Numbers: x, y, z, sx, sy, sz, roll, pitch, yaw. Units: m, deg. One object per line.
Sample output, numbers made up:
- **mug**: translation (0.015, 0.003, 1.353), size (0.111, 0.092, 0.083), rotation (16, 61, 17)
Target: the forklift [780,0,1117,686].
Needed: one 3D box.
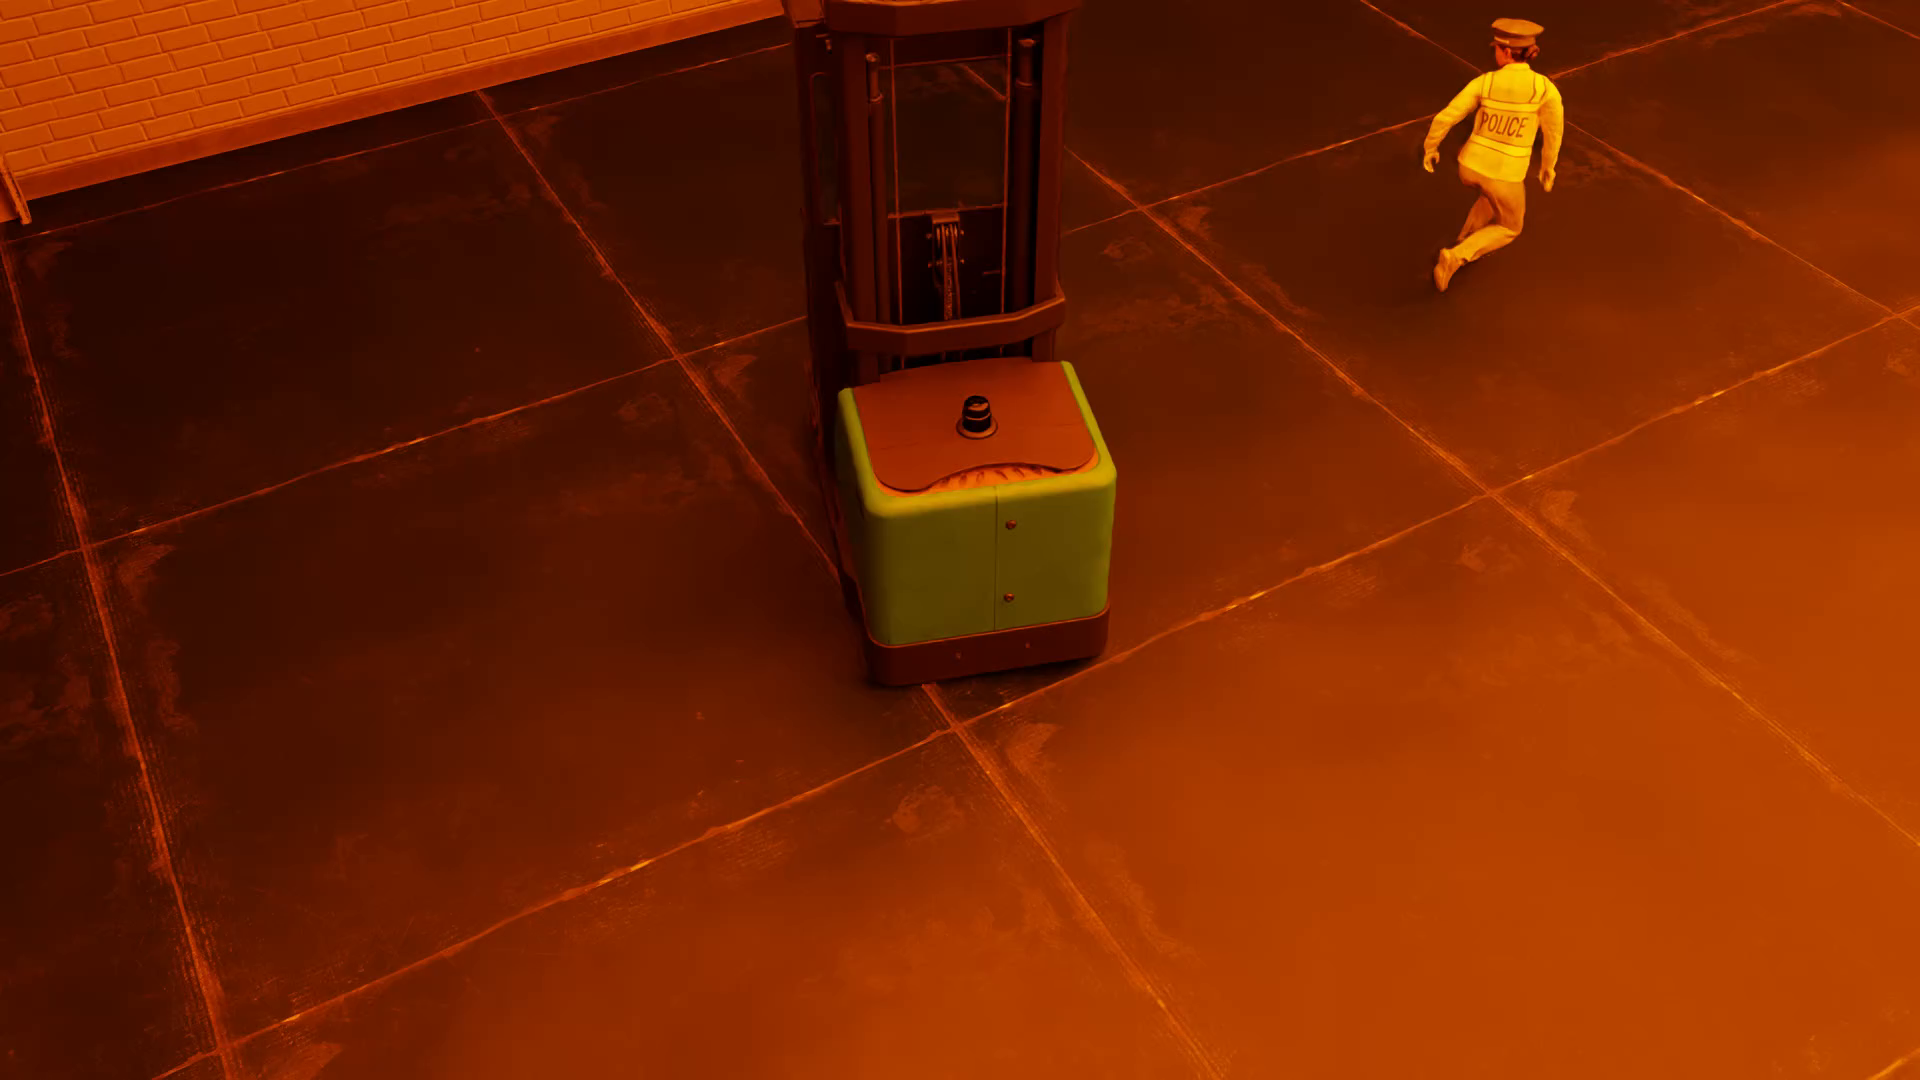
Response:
- **forklift**: translation (-0.160, -1.466, 7.279), size (1.130, 2.935, 3.031), rotation (-8, 43, -9)

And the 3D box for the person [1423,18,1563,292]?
- **person**: translation (2.839, -2.077, 9.025), size (0.635, 1.424, 0.682), rotation (31, 51, 29)
